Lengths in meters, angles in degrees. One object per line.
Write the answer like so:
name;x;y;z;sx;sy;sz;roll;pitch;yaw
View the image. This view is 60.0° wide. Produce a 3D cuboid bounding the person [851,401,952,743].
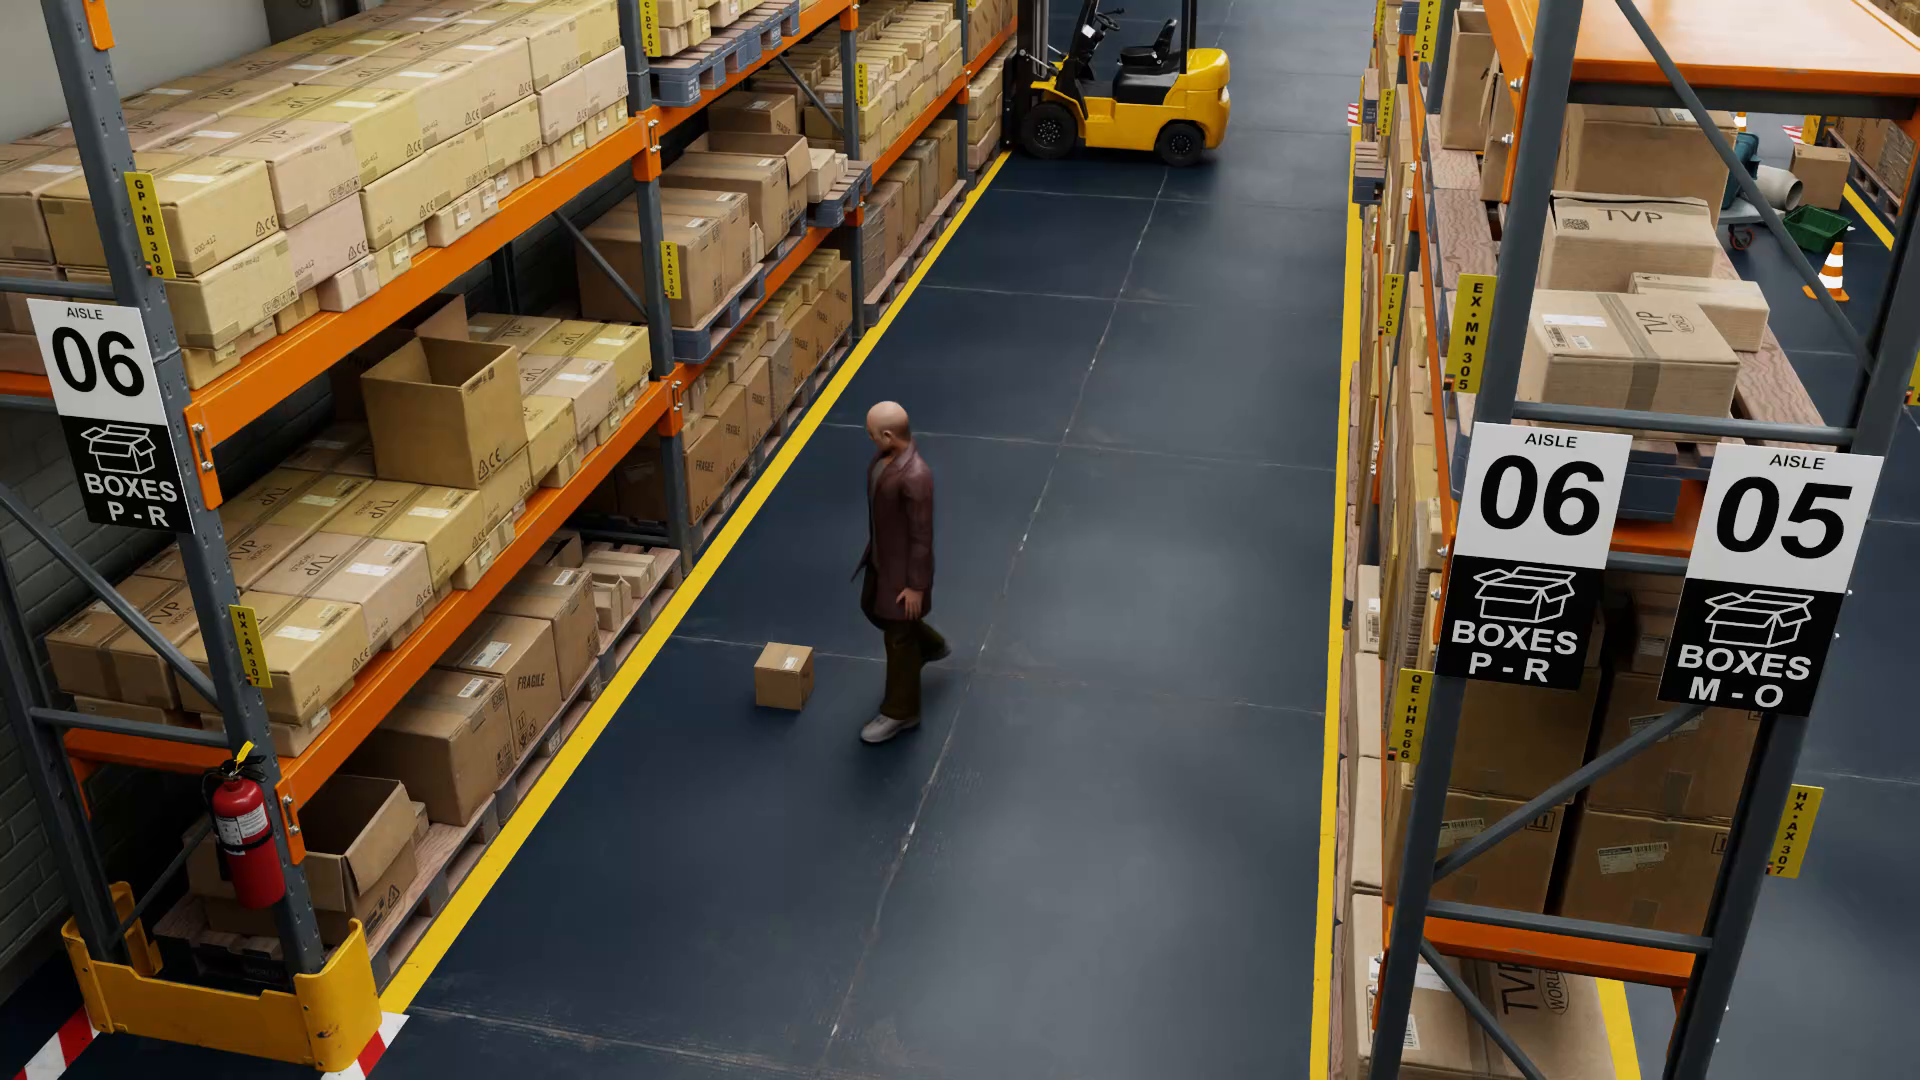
person;-0.286;0.107;8.433;0.658;1.771;0.673;-10;30;-18
